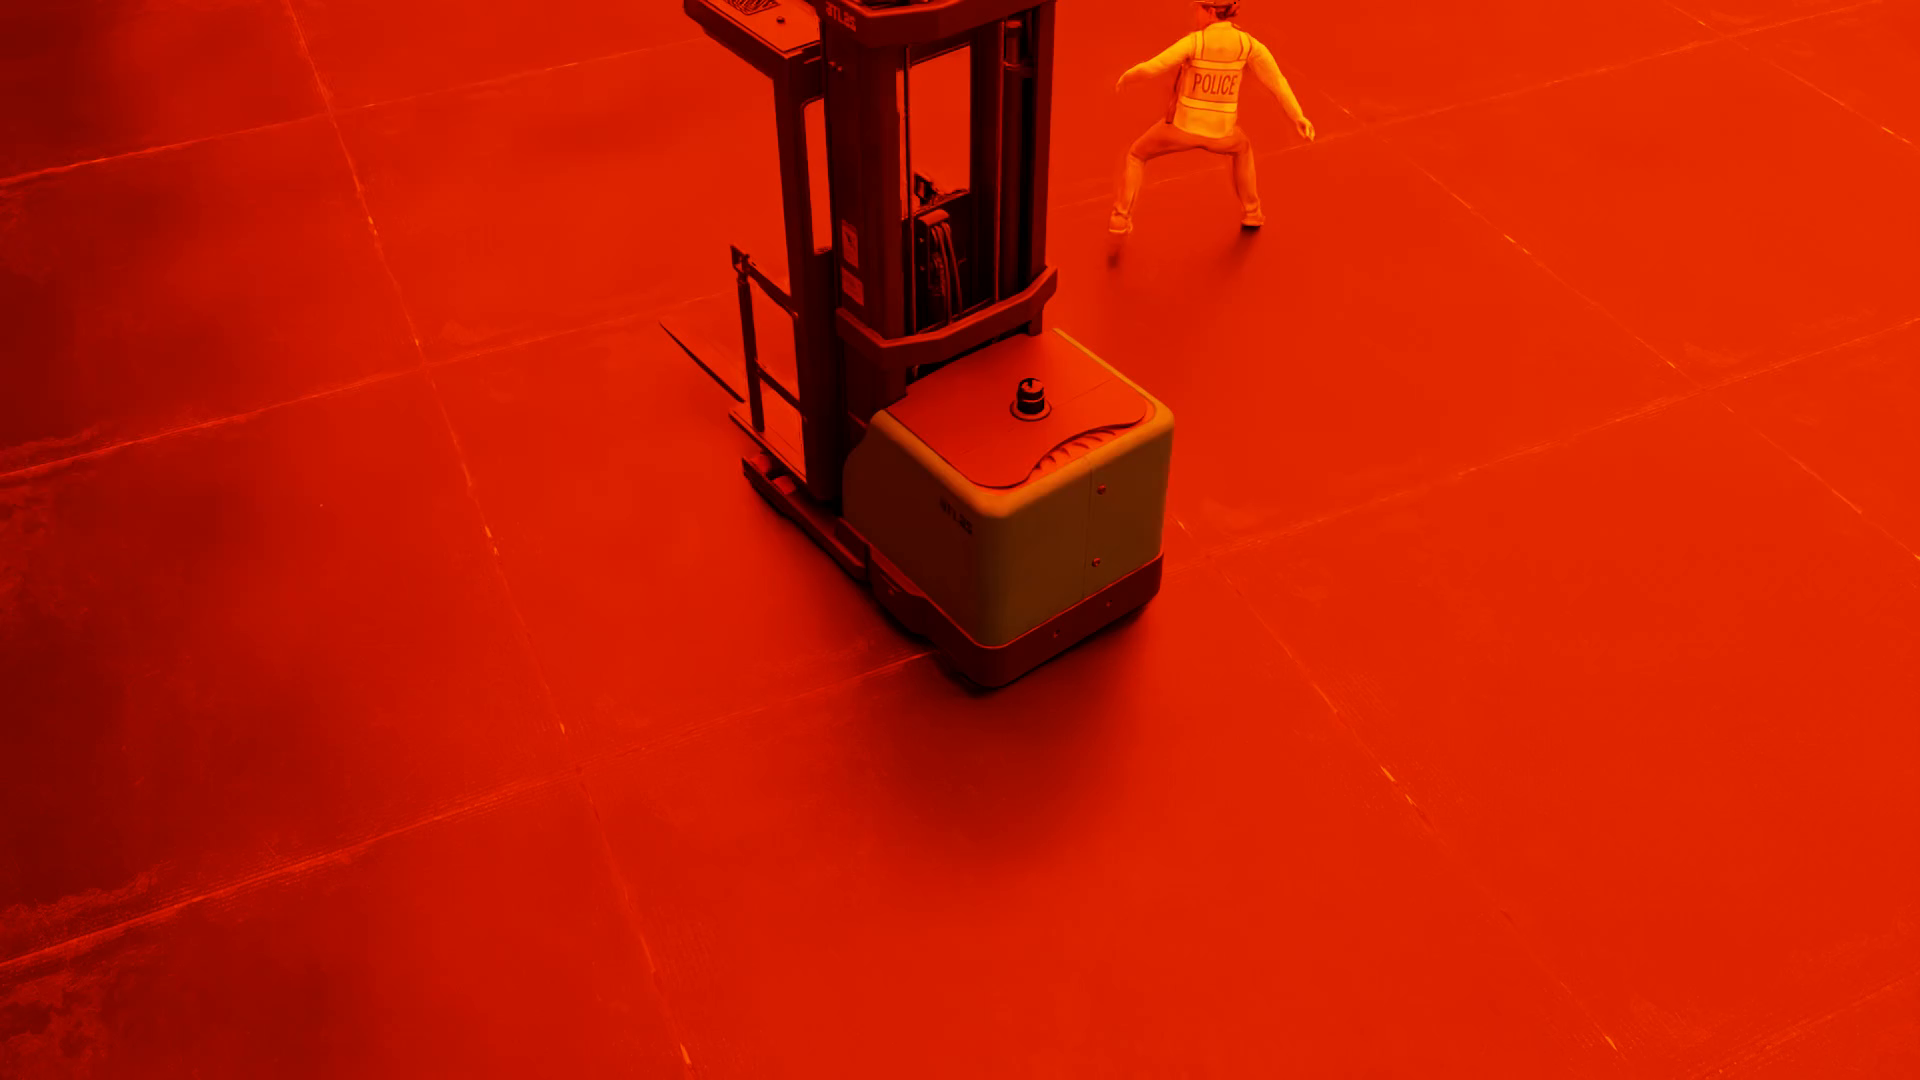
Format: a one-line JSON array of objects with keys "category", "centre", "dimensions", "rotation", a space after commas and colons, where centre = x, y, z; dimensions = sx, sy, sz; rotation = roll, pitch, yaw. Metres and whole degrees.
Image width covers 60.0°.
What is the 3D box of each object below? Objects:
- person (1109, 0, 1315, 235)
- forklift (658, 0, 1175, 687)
[{"category": "person", "centre": [1.393, -2.318, 9.261], "dimensions": [1.100, 1.579, 0.526], "rotation": [-1, 43, -1]}, {"category": "forklift", "centre": [-0.398, -1.401, 7.181], "dimensions": [1.130, 2.935, 3.031], "rotation": [-28, 50, -27]}]
